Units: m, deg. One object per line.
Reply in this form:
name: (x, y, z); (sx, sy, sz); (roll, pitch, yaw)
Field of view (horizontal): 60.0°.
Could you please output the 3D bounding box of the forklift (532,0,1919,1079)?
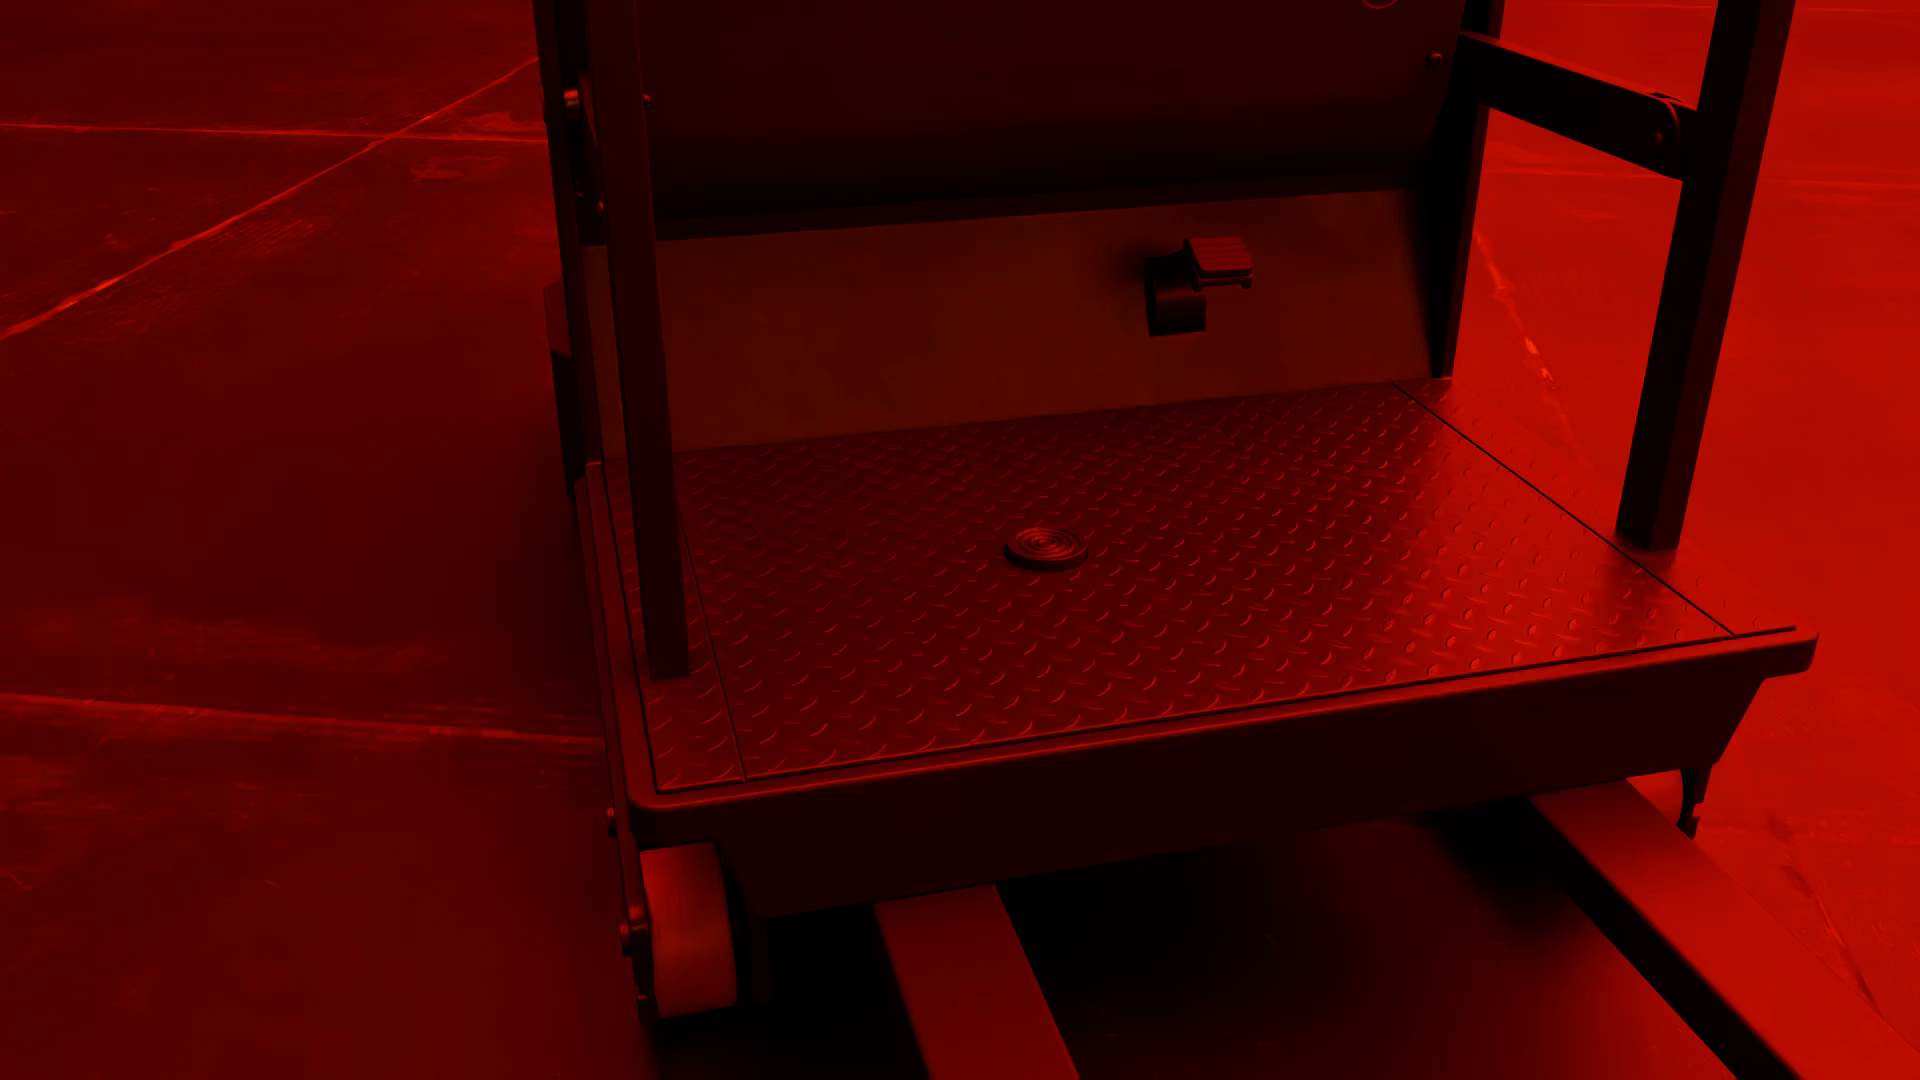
forklift: (0.153, -1.049, 1.319); (1.130, 2.935, 3.031); (-7, 27, -13)
